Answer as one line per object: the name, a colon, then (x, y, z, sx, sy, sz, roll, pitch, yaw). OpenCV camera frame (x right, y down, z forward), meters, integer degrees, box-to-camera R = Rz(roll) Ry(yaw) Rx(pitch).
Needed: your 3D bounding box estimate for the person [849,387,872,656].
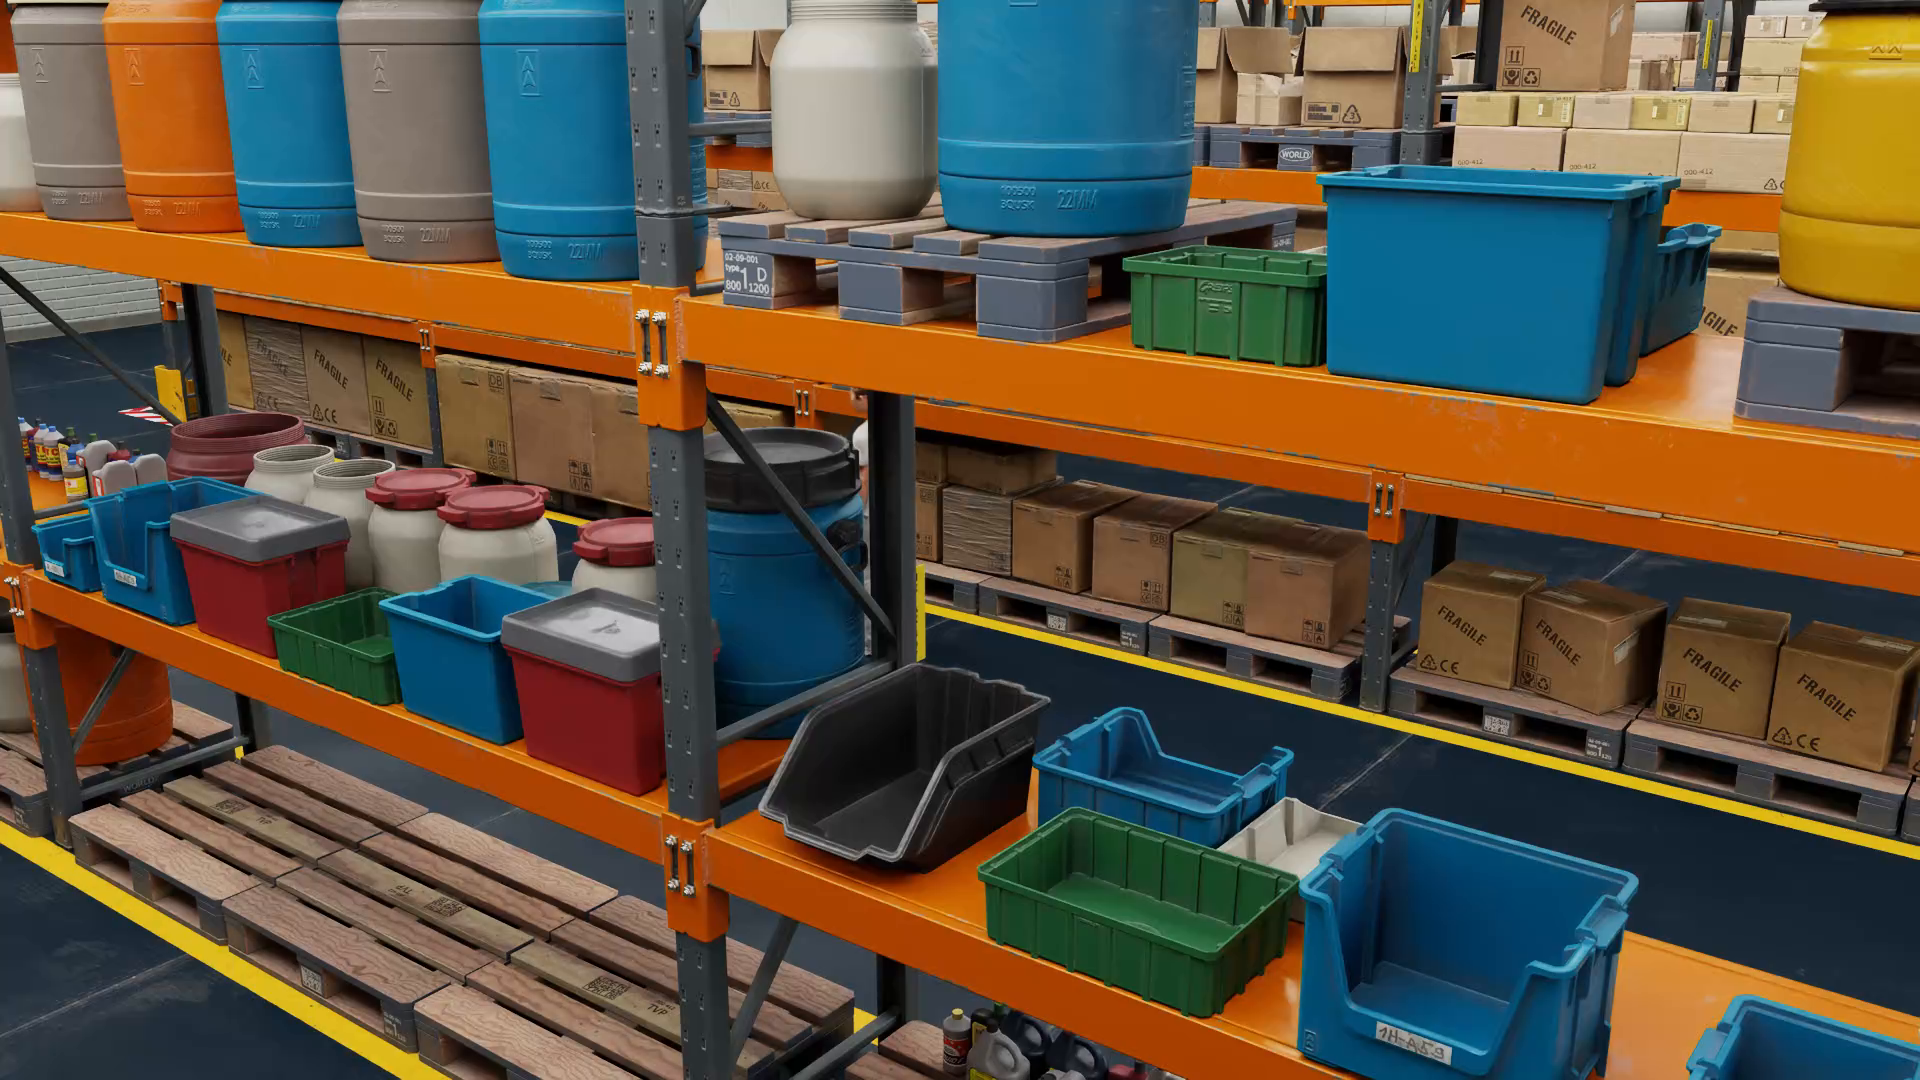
person: (-0.464, -0.151, 9.551, 0.363, 1.671, 0.510, 11, 20, 32)
